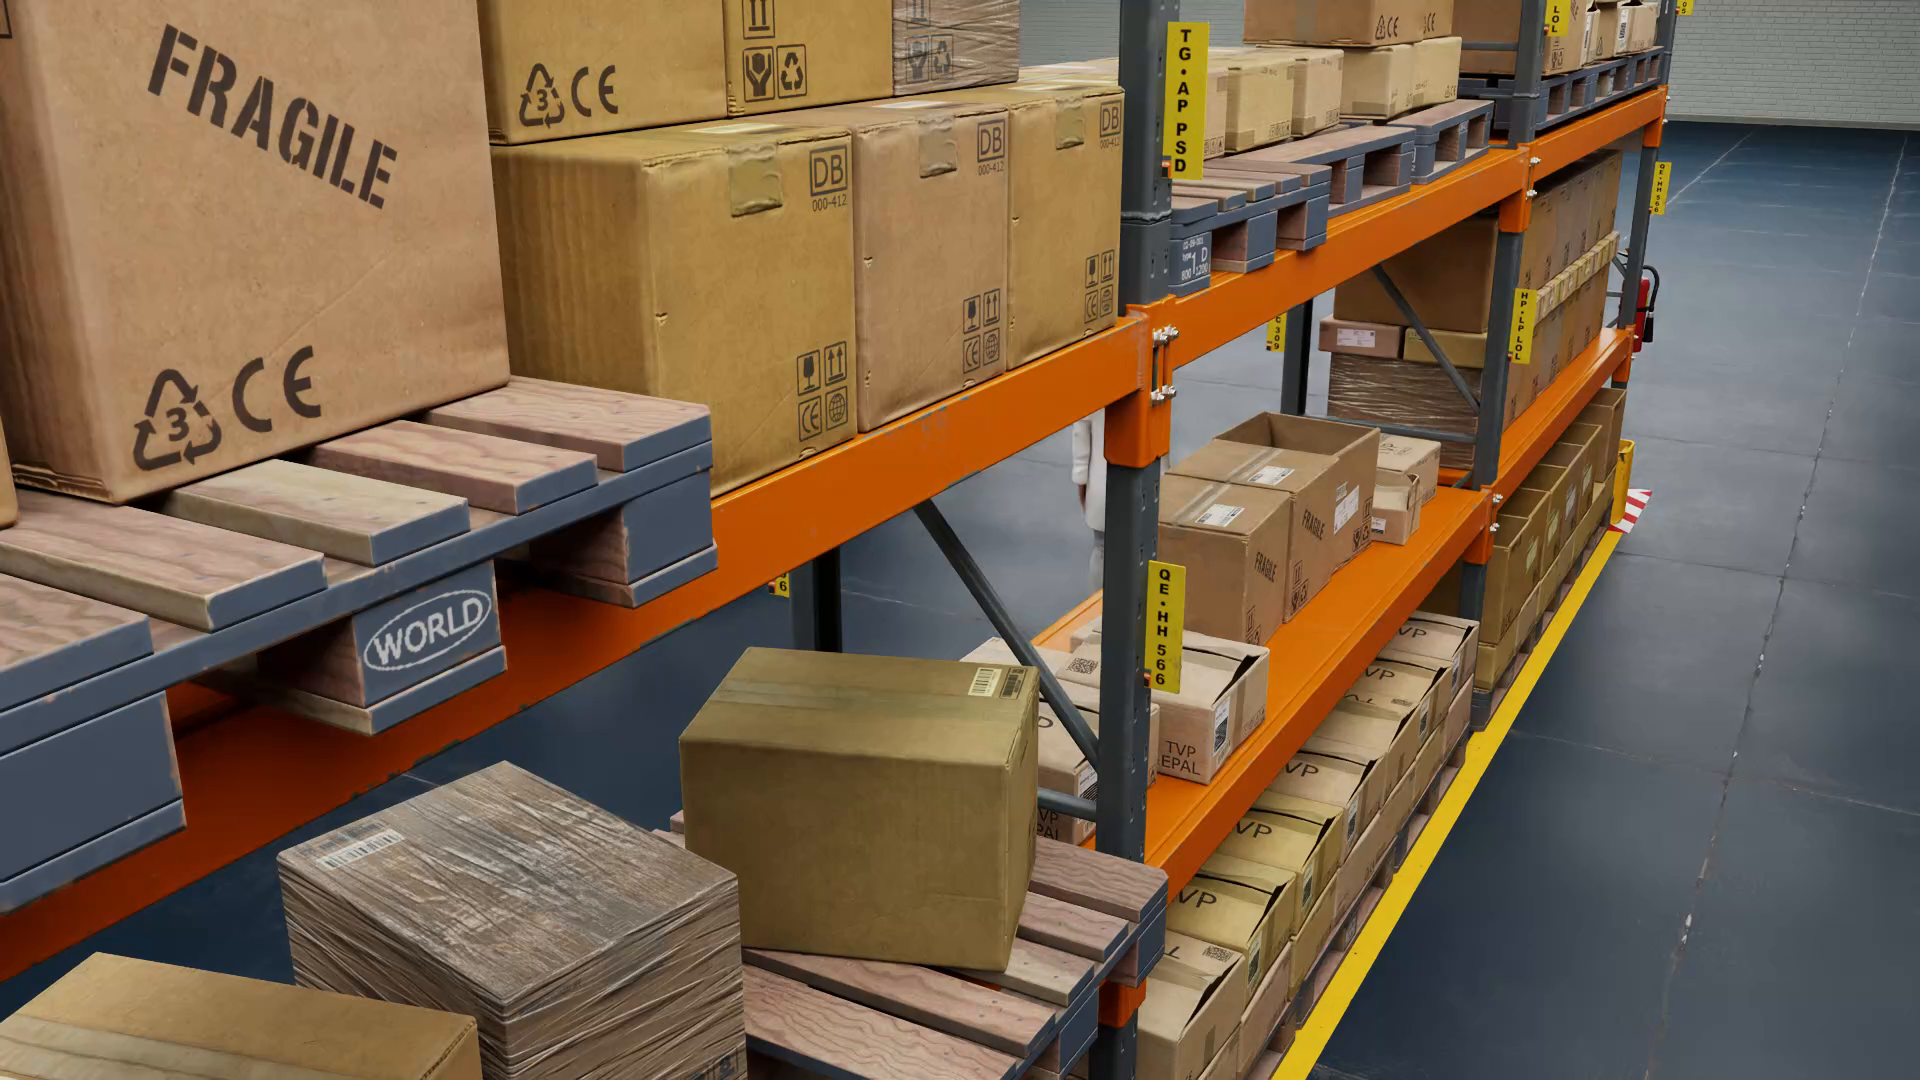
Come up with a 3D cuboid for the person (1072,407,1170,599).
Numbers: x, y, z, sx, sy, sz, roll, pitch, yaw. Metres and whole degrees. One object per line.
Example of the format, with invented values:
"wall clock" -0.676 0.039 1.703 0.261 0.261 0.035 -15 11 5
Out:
"person" 0.884 -0.282 8.924 0.571 1.793 0.533 11 22 30
